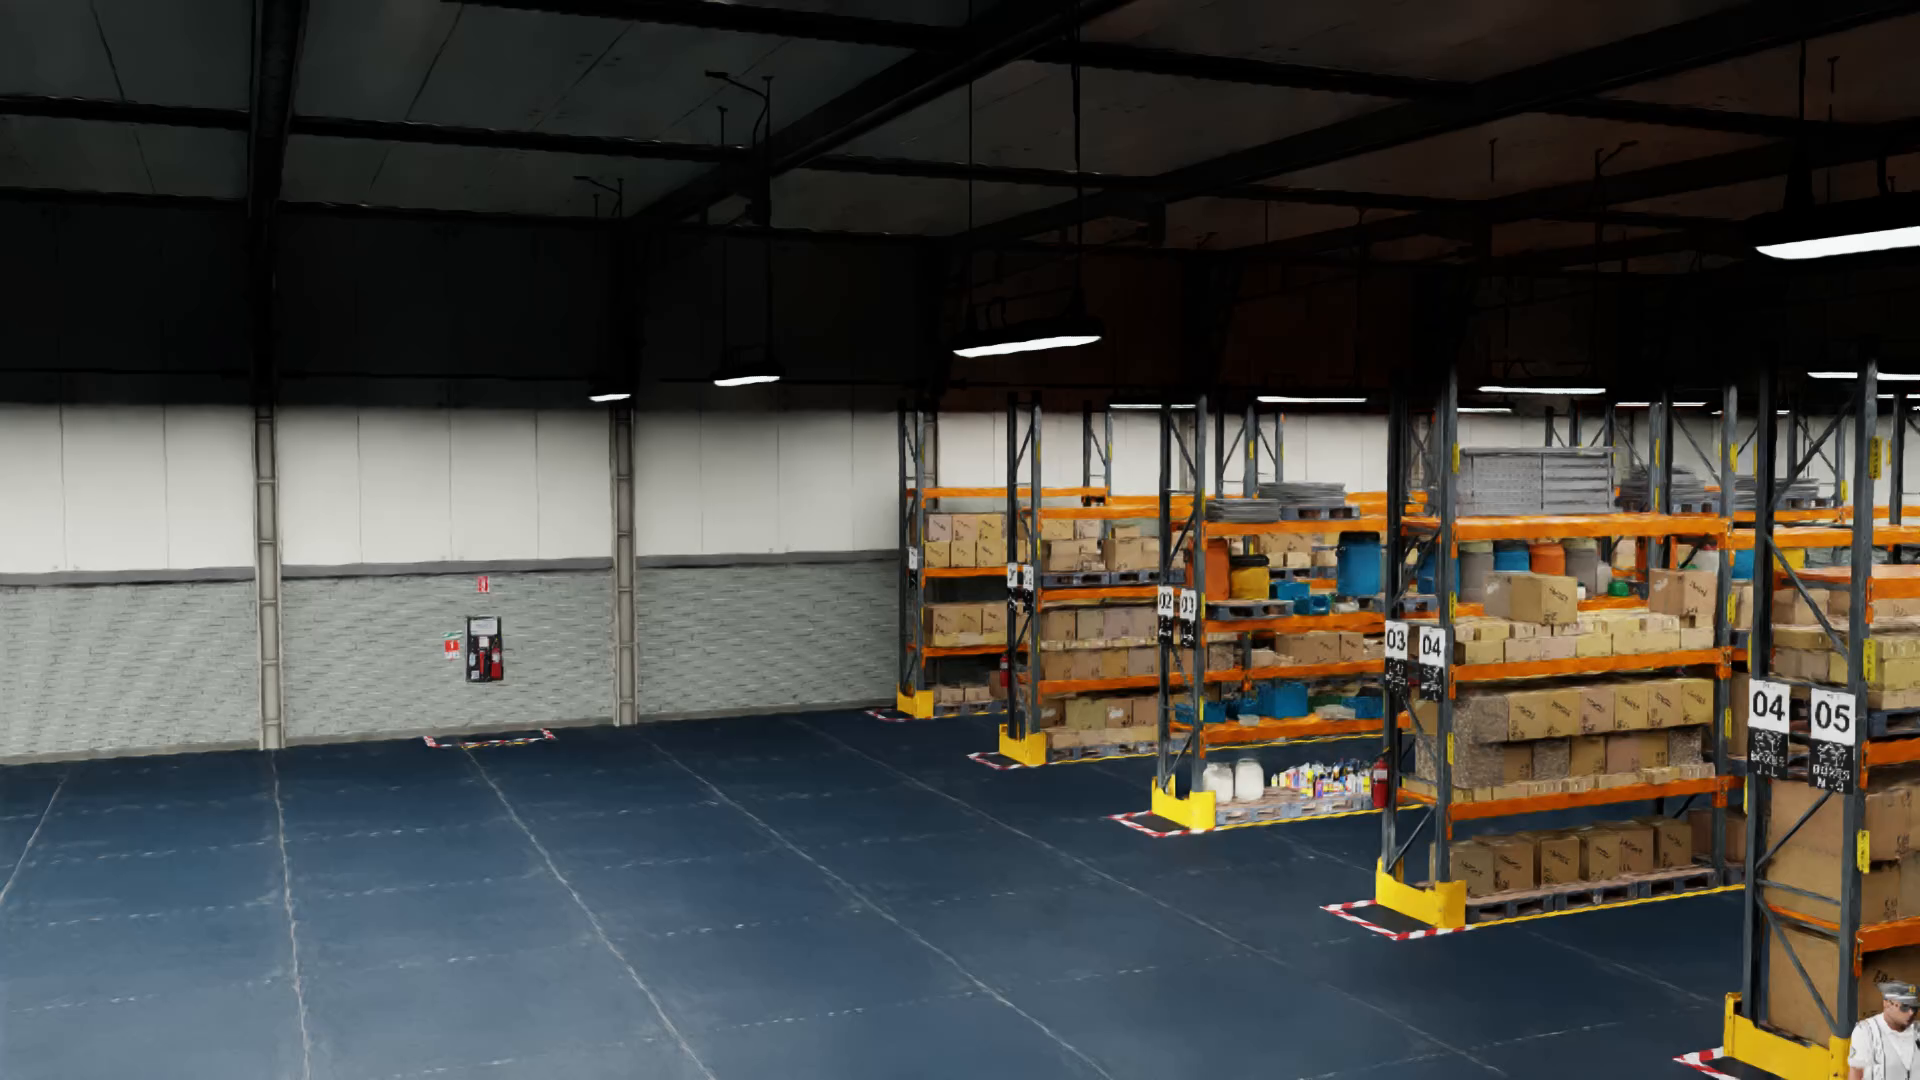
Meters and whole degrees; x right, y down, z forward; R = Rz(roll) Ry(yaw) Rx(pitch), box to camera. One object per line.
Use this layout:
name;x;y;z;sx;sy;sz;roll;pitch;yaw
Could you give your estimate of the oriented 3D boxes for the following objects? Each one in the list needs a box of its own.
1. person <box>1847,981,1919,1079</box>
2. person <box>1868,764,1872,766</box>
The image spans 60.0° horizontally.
person;5.987;3.653;10.560;0.748;1.755;0.550;1;3;9
person;10.310;3.187;18.895;1.045;1.736;0.565;-2;4;-24
